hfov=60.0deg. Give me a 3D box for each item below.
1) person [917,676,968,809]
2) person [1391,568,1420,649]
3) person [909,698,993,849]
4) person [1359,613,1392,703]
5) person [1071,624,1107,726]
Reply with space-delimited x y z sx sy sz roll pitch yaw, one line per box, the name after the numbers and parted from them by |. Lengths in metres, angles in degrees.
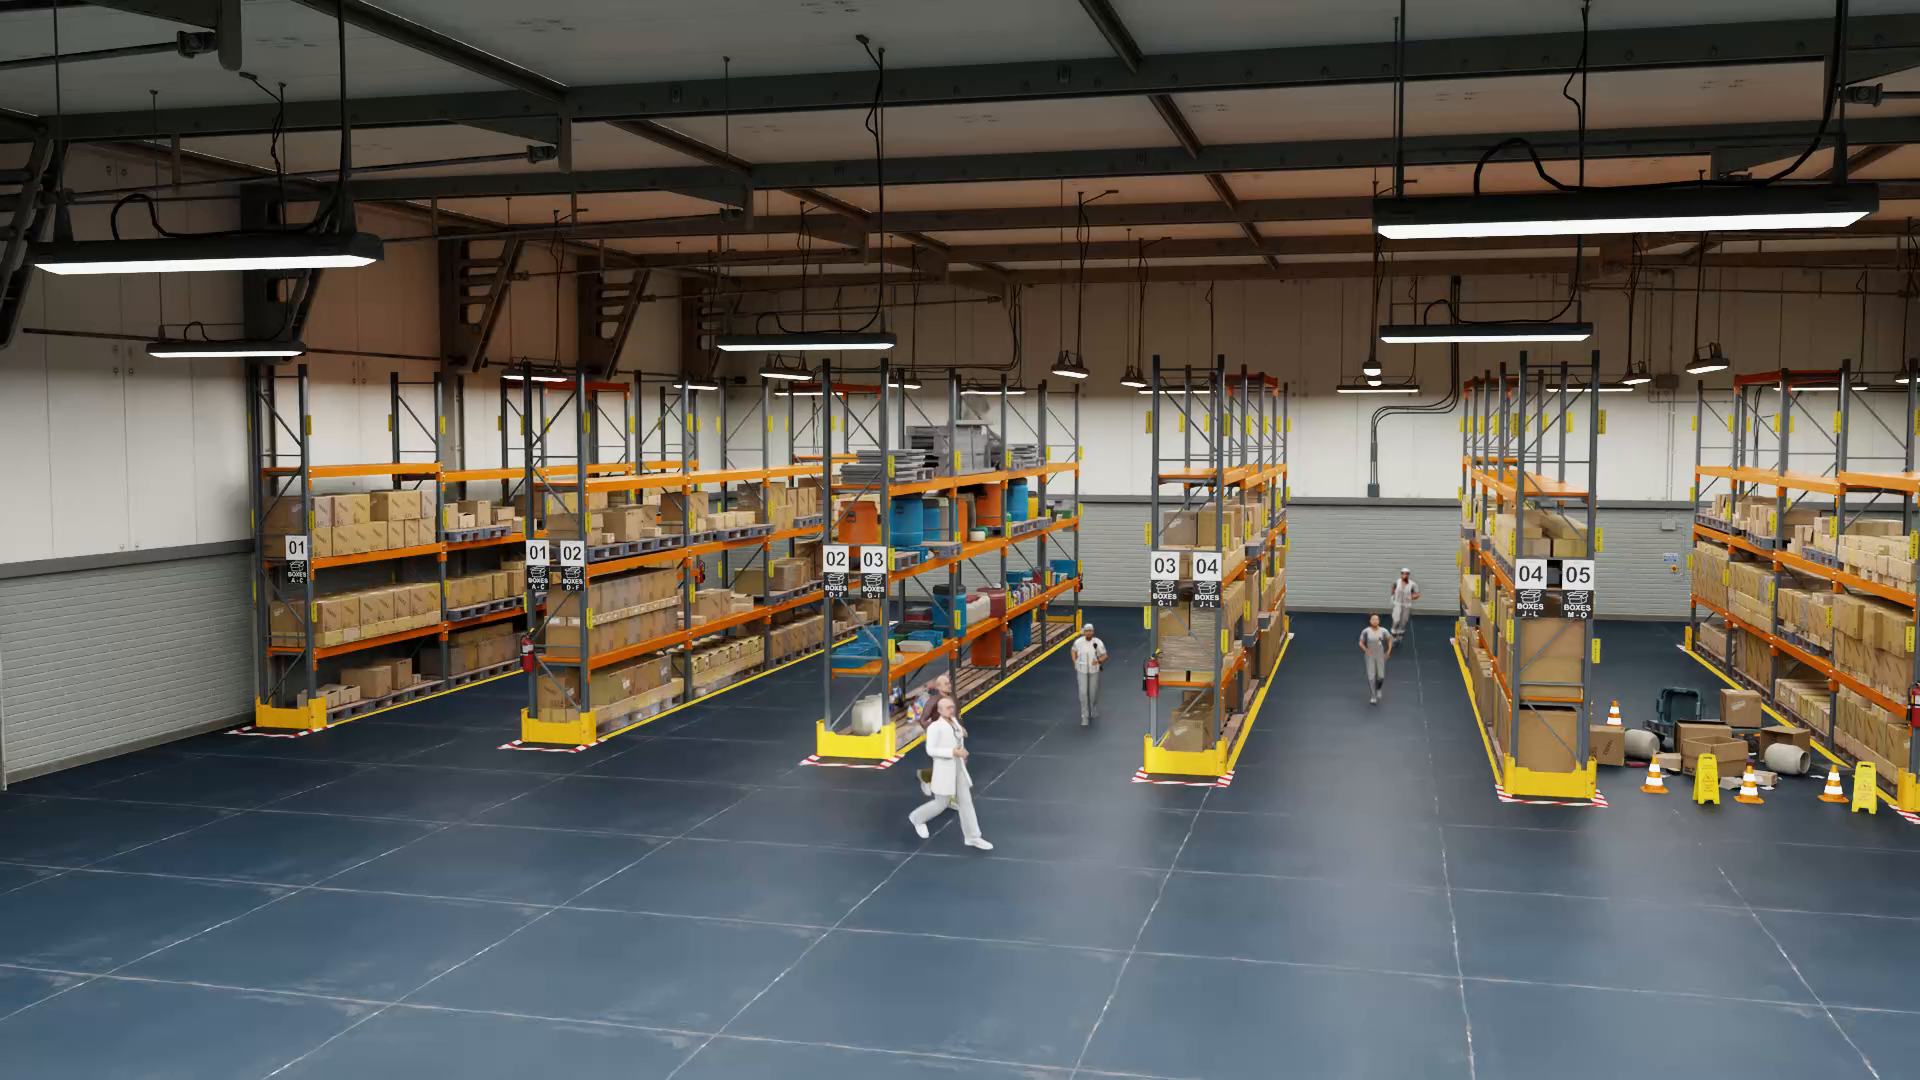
-0.223 2.637 21.796 0.690 1.733 0.709 3 5 41 | person
10.024 1.533 37.475 0.659 1.828 0.756 1 4 18 | person
-0.110 2.735 19.662 1.154 1.737 0.727 3 5 40 | person
7.466 2.123 29.865 0.591 1.625 0.579 1 4 10 | person
2.169 2.236 28.013 0.617 1.668 0.828 0 4 7 | person
